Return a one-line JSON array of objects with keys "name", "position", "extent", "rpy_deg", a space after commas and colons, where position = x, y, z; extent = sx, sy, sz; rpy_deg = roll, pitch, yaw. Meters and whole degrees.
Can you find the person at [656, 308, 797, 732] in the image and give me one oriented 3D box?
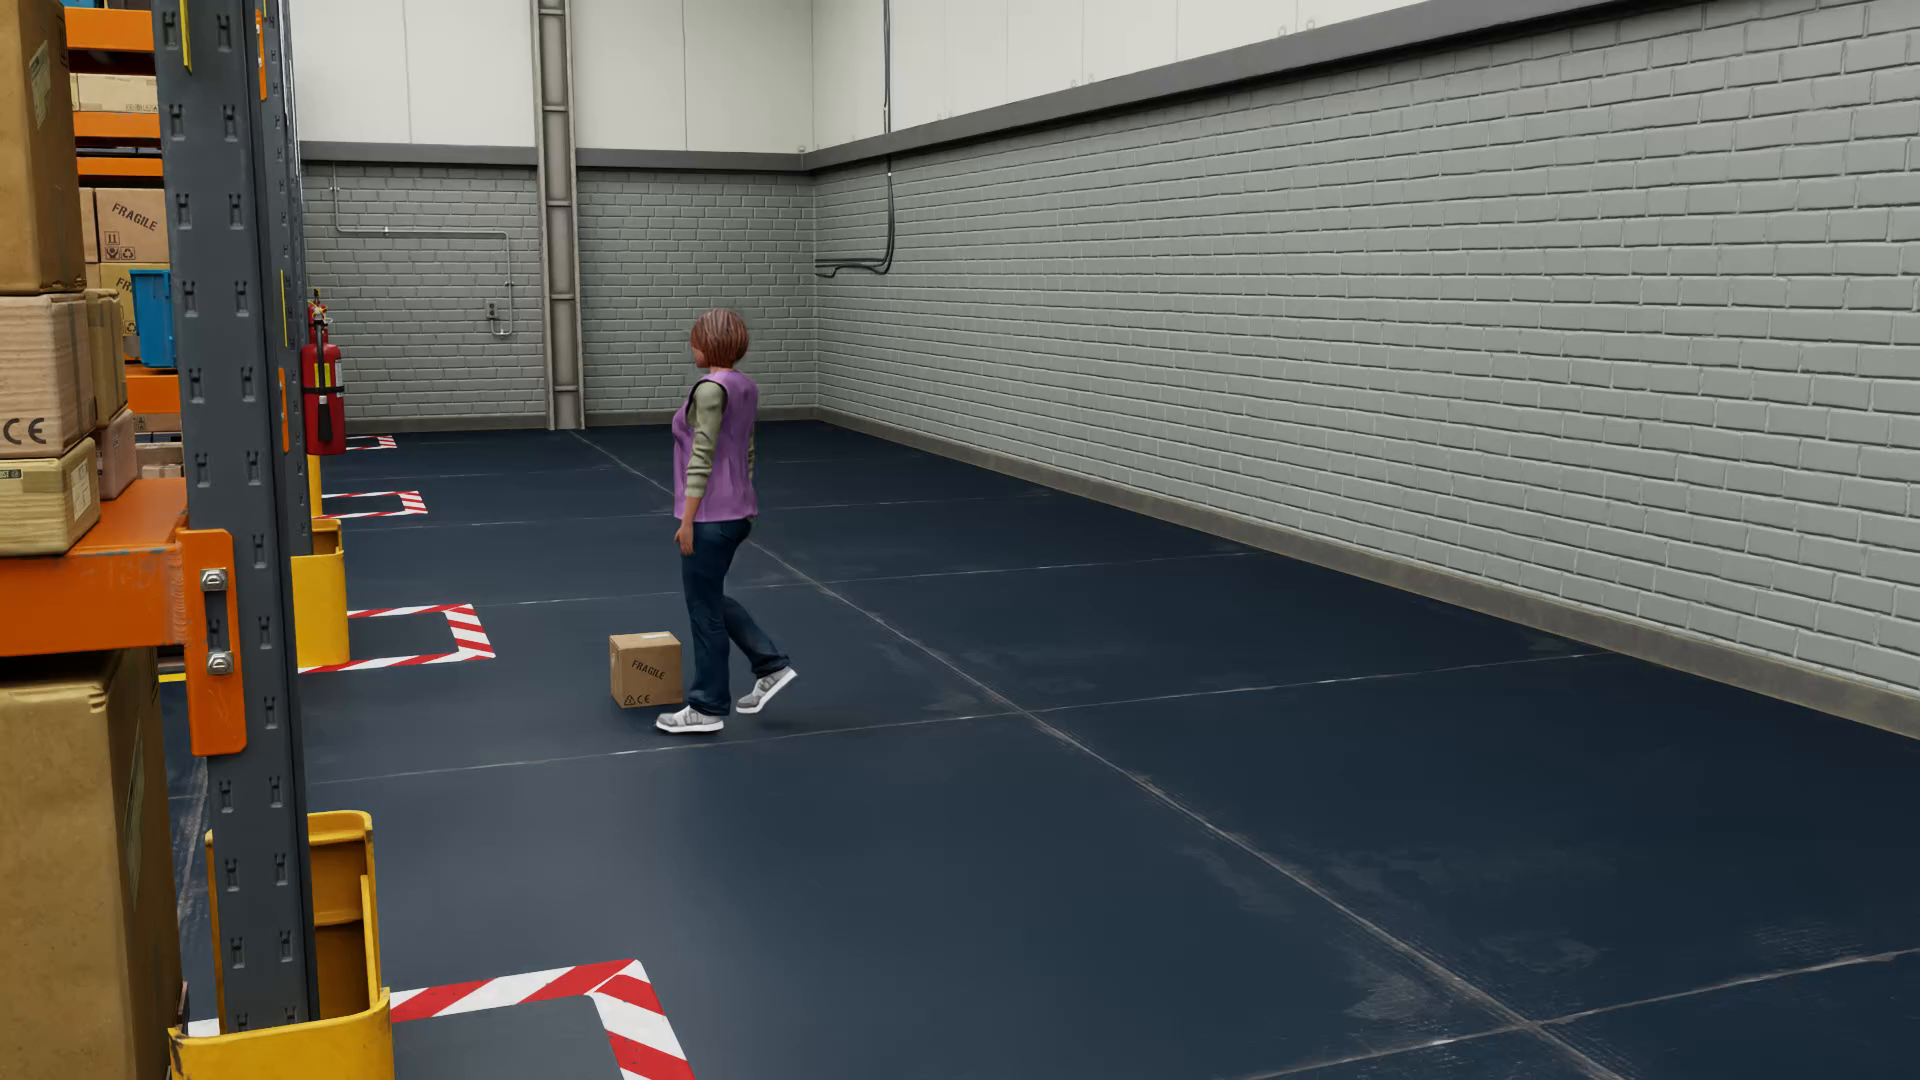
[{"name": "person", "position": [-0.908, -0.067, 6.278], "extent": [0.497, 1.599, 0.424], "rpy_deg": [2, 9, 10]}]
